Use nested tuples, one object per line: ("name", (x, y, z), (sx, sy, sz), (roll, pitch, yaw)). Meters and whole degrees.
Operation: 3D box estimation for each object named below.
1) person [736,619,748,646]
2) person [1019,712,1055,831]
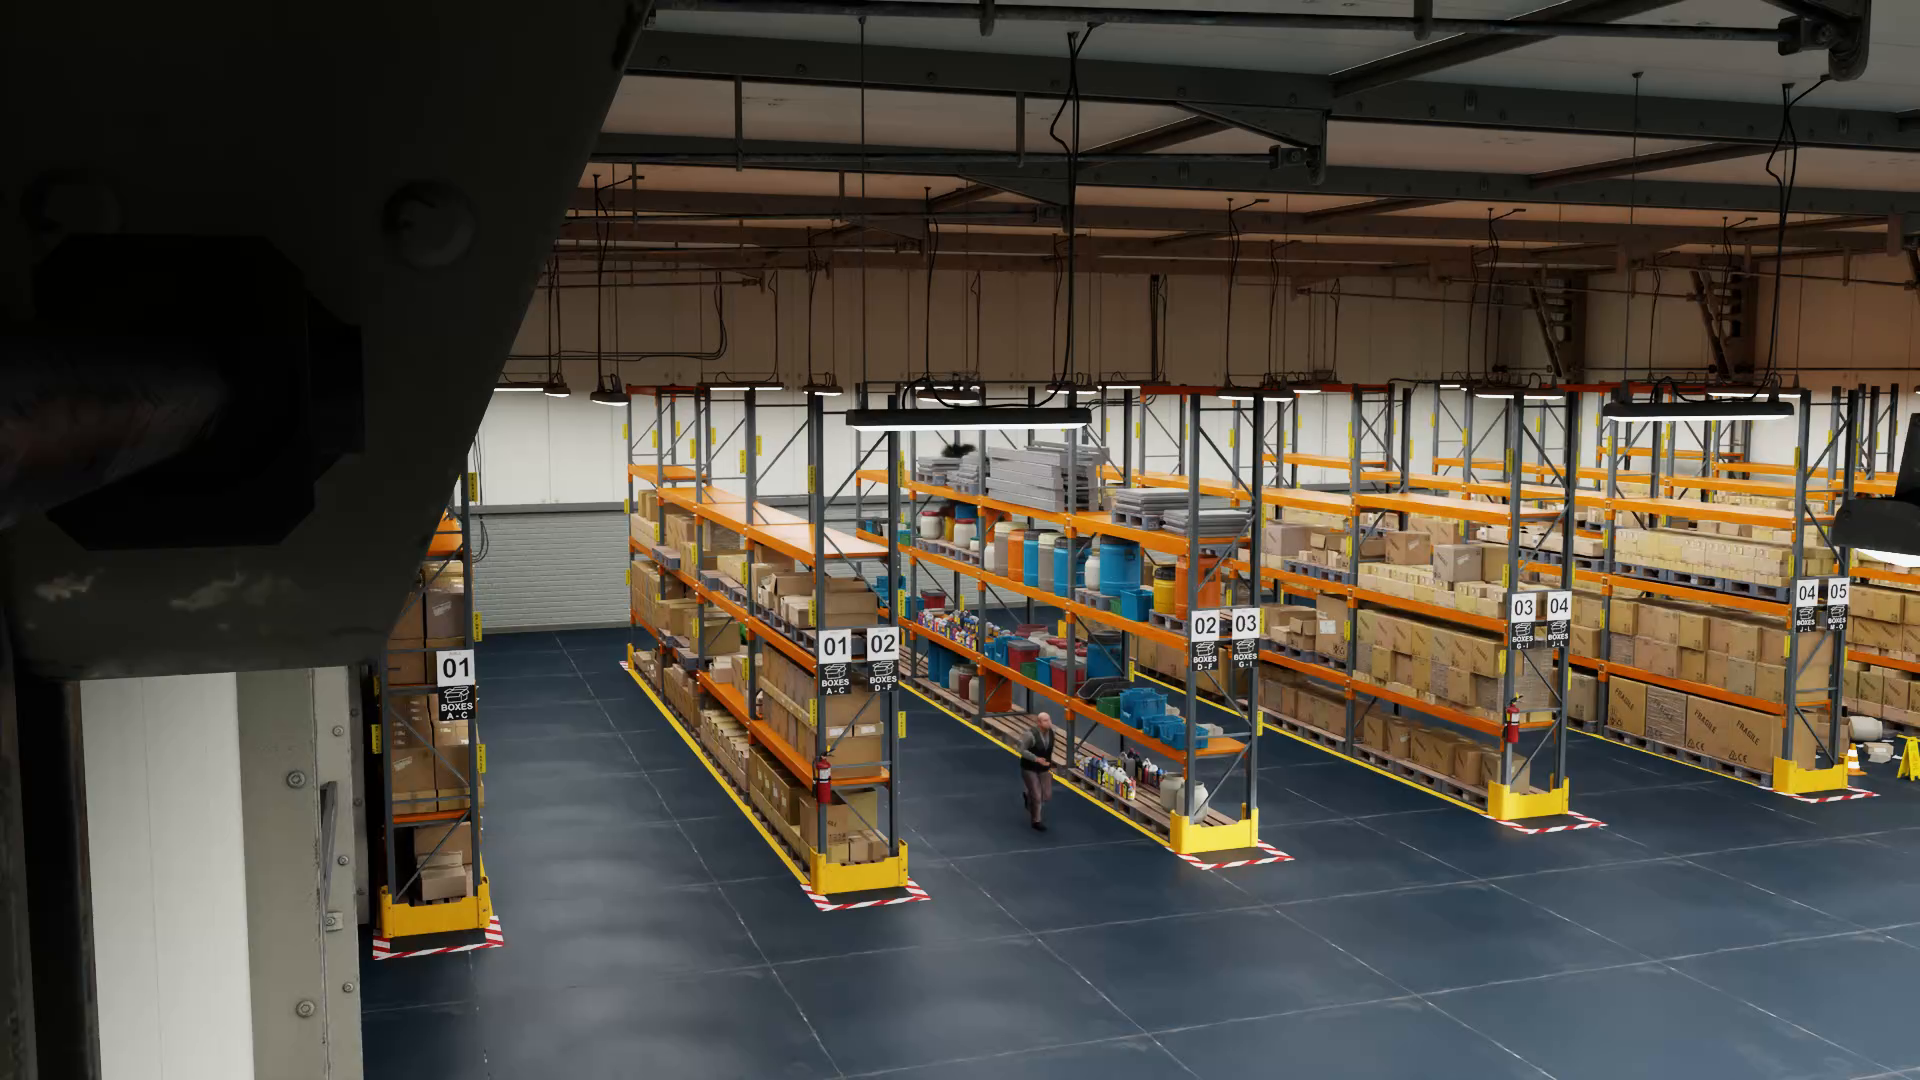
("person", (-4.660, 1.777, 35.635), (0.678, 1.810, 0.839), (-5, 7, -37))
("person", (1.061, 3.159, 22.854), (0.641, 1.658, 0.736), (-3, 7, -29))
